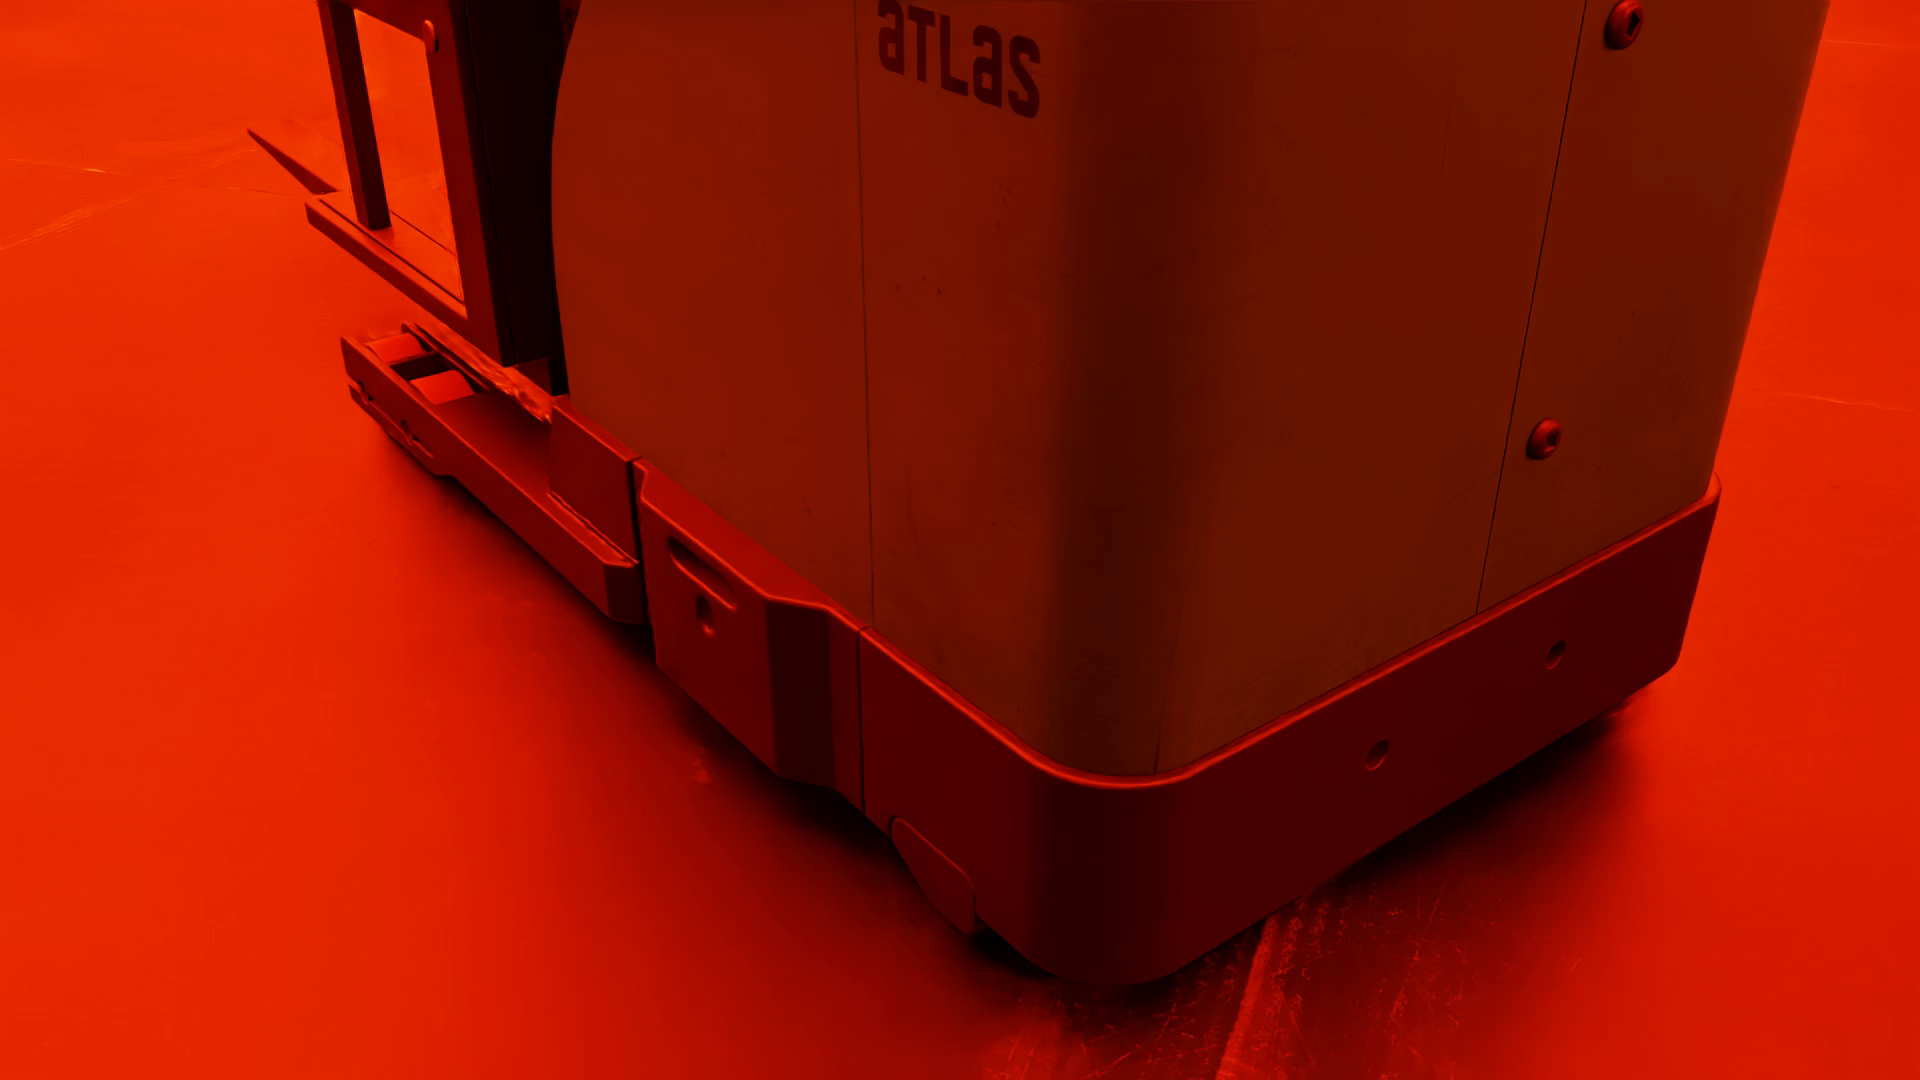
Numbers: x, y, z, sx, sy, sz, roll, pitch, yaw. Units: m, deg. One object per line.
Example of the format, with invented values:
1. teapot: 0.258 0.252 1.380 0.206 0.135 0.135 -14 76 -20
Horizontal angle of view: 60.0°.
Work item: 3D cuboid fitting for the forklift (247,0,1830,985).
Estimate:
1. forklift: -0.382 -1.512 2.195 1.130 2.935 3.031 -21 36 -32
